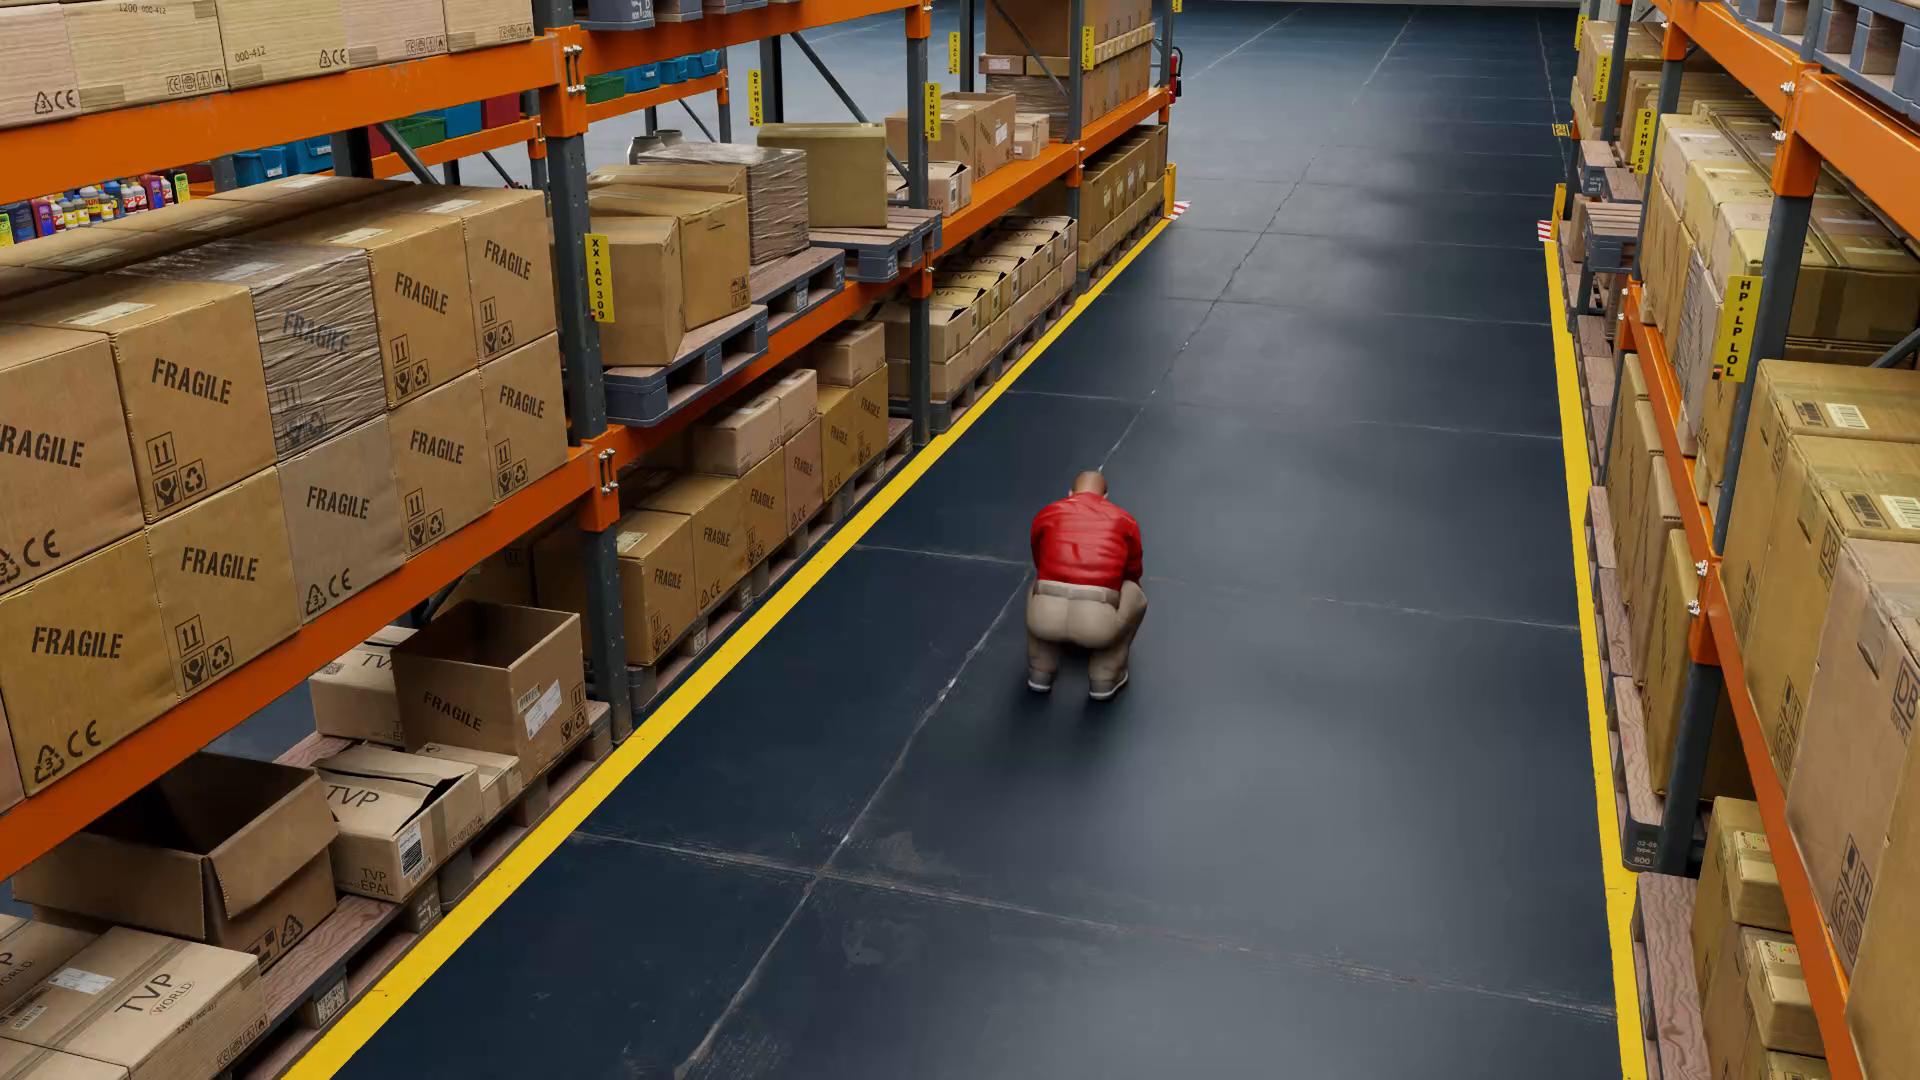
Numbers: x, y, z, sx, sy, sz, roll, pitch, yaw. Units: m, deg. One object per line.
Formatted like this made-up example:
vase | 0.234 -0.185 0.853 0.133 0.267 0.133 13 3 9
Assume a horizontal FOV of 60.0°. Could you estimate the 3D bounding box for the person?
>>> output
person | 0.548 0.220 7.353 0.548 0.855 0.873 6 23 16
